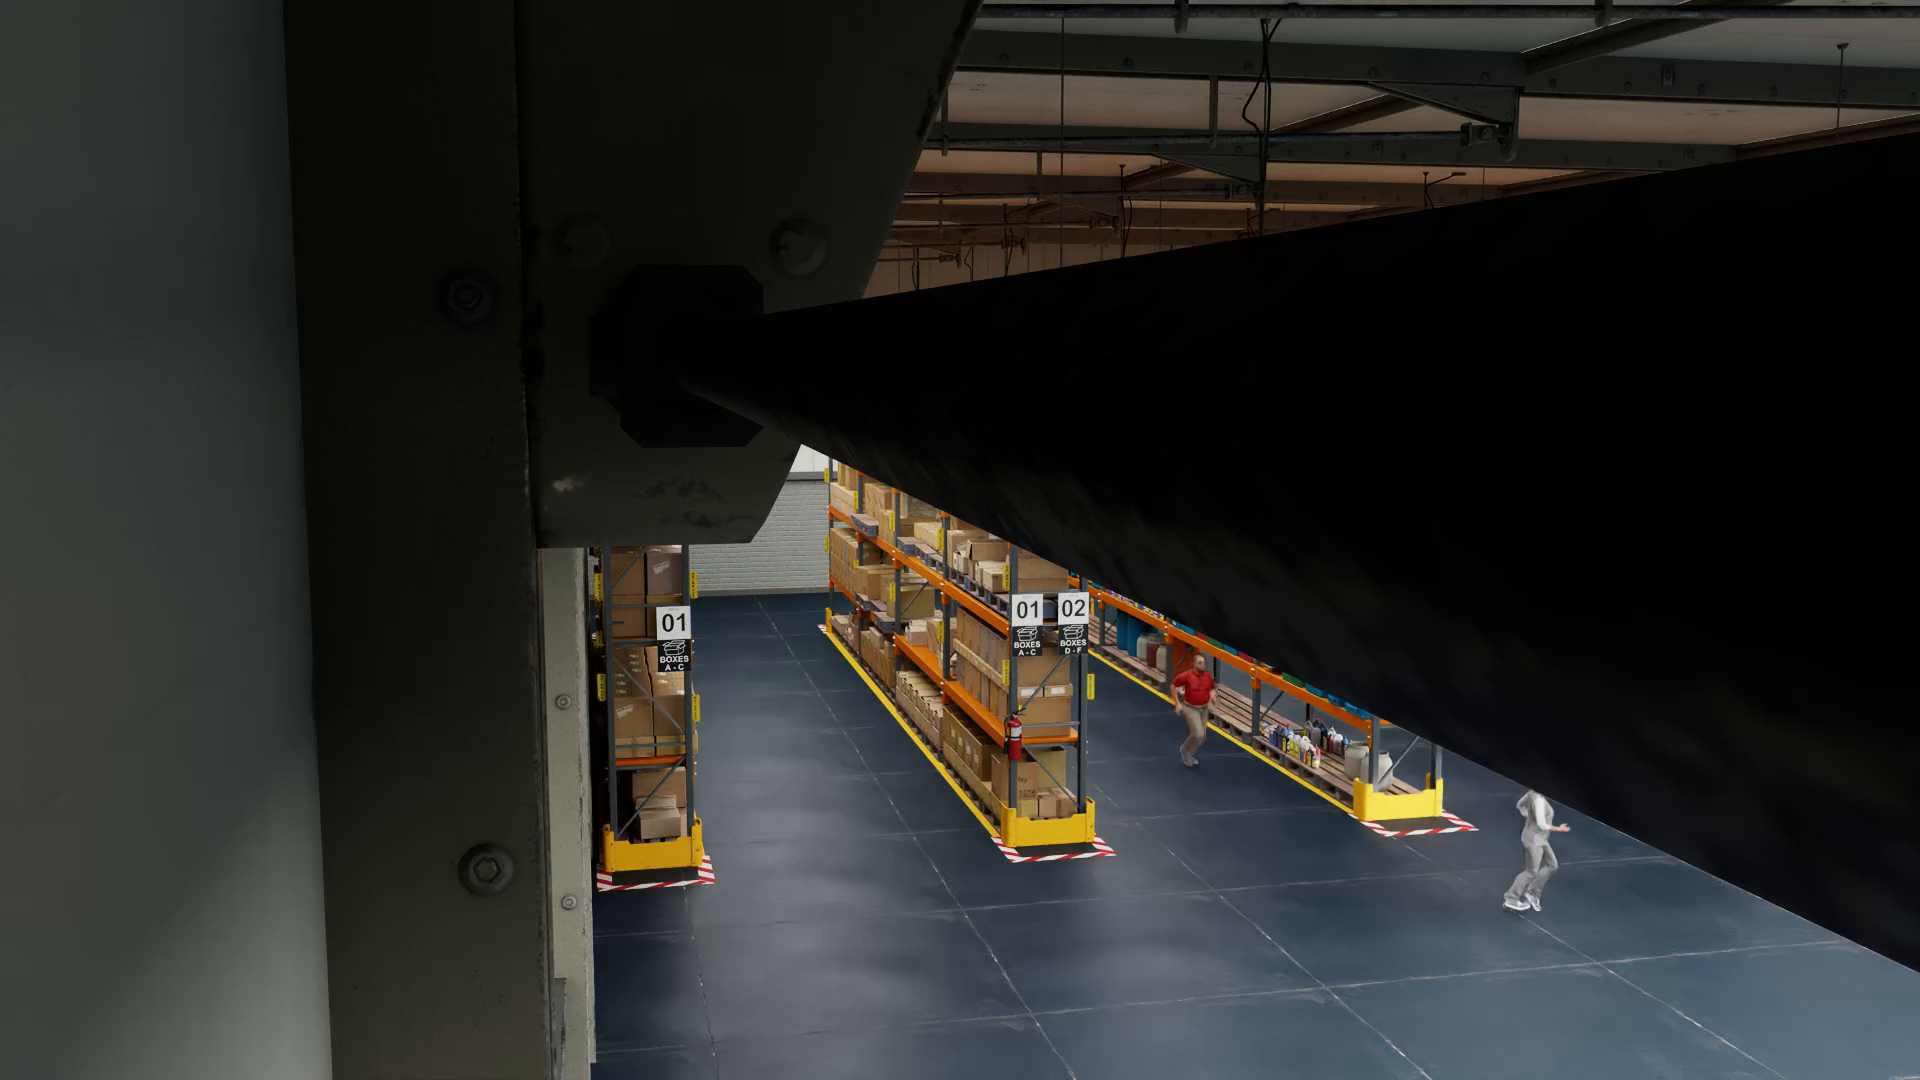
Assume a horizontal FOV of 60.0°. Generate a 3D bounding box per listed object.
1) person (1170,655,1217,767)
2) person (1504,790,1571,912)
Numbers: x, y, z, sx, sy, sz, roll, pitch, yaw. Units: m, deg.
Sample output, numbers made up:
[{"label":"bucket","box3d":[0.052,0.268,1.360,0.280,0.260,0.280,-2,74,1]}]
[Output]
[{"label":"person","box3d":[3.530,2.590,24.747,0.638,1.610,0.741,-4,8,-29]},{"label":"person","box3d":[6.406,3.368,18.434,0.667,1.624,0.566,2,7,17]}]
